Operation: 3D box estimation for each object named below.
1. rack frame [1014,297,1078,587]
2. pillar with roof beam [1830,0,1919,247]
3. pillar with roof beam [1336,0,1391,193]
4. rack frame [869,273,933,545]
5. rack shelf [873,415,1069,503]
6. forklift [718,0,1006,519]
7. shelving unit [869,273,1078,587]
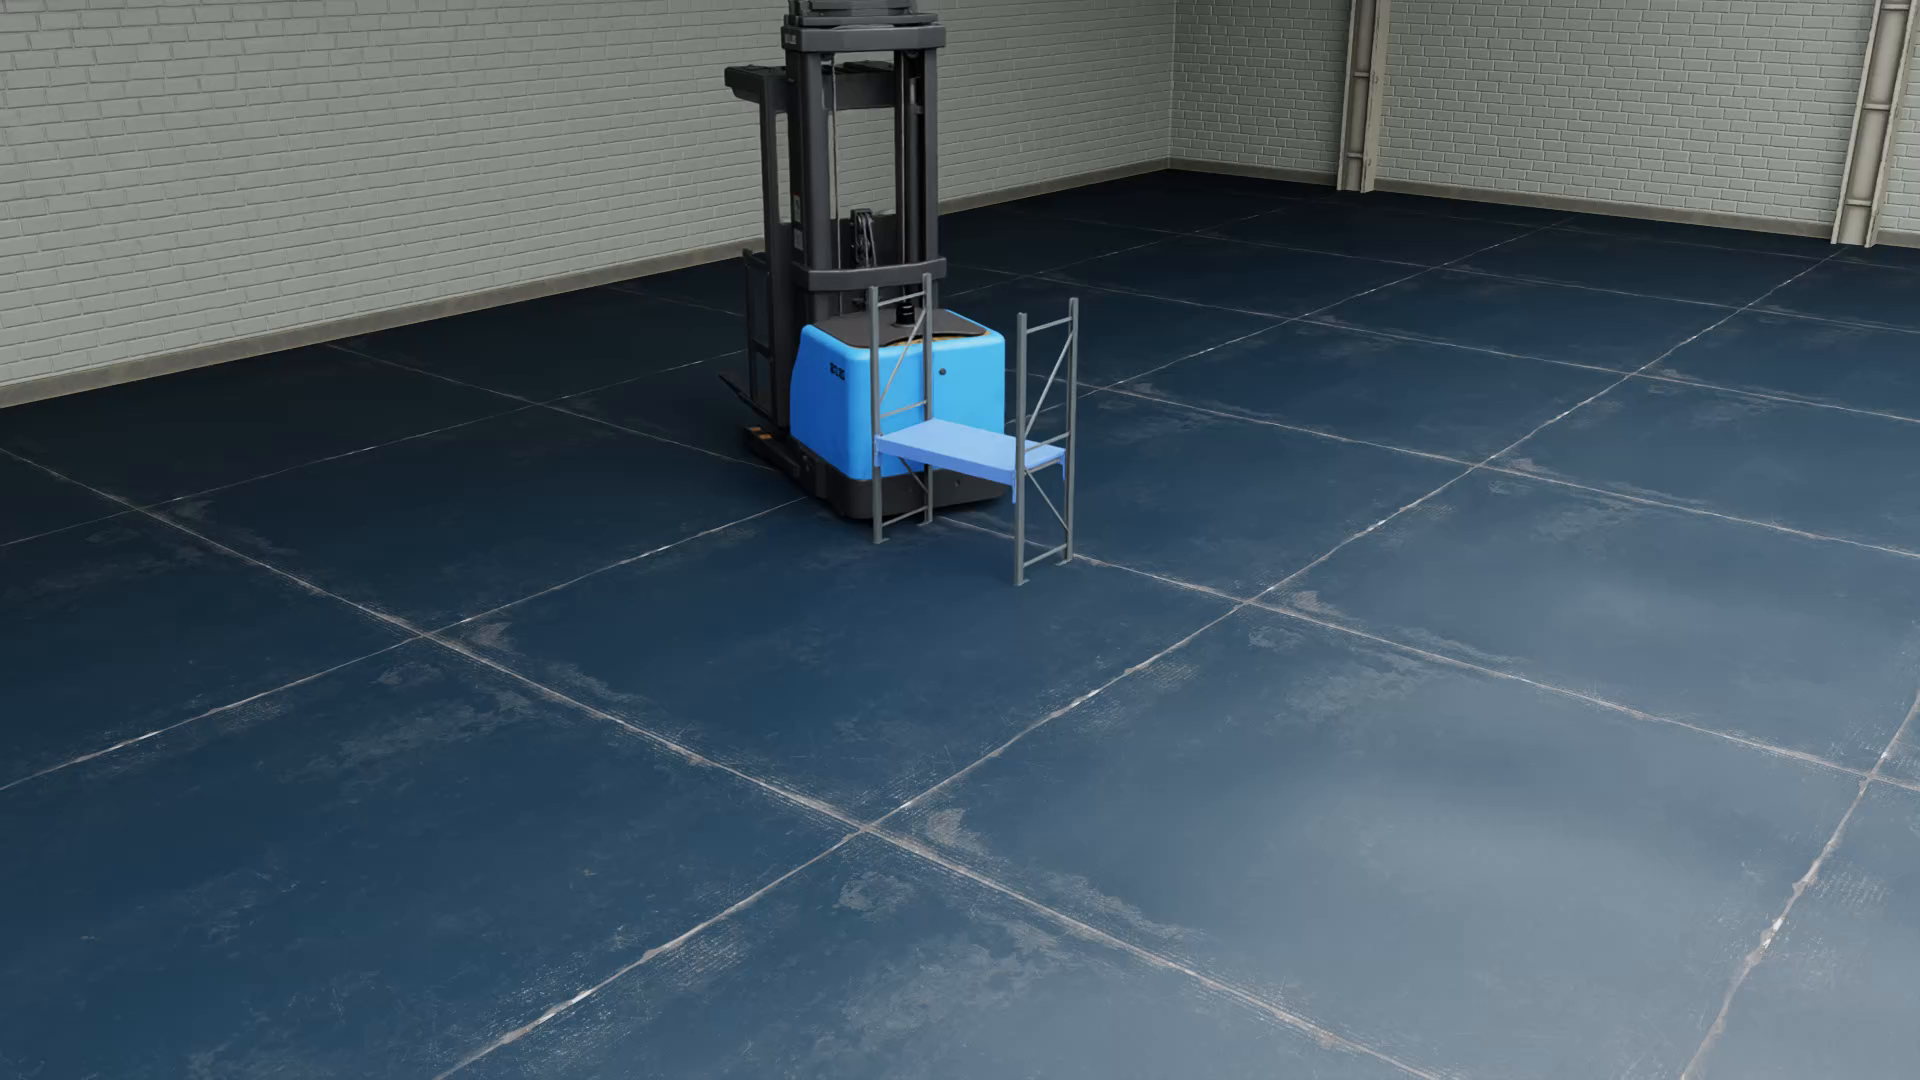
[{"bbox_3d":[0.460,-0.517,8.913,0.032,1.500,0.500,16,26,36],"label":"rack frame"},{"bbox_3d":[7.133,-6.307,13.640,0.400,9.000,9.100,16,26,36],"label":"pillar with roof beam"},{"bbox_3d":[2.484,-7.646,17.190,0.400,9.000,9.100,16,26,36],"label":"pillar with roof beam"},{"bbox_3d":[-0.331,-0.742,9.511,0.032,1.500,0.500,16,26,36],"label":"rack frame"},{"bbox_3d":[0.064,-0.461,9.276,1.000,0.185,0.538,16,26,36],"label":"rack shelf"},{"bbox_3d":[-0.819,-1.975,10.752,1.130,2.935,3.031,-10,23,-24],"label":"forklift"},{"bbox_3d":[0.064,-0.630,9.212,1.048,1.500,0.538,16,26,36],"label":"shelving unit"}]
